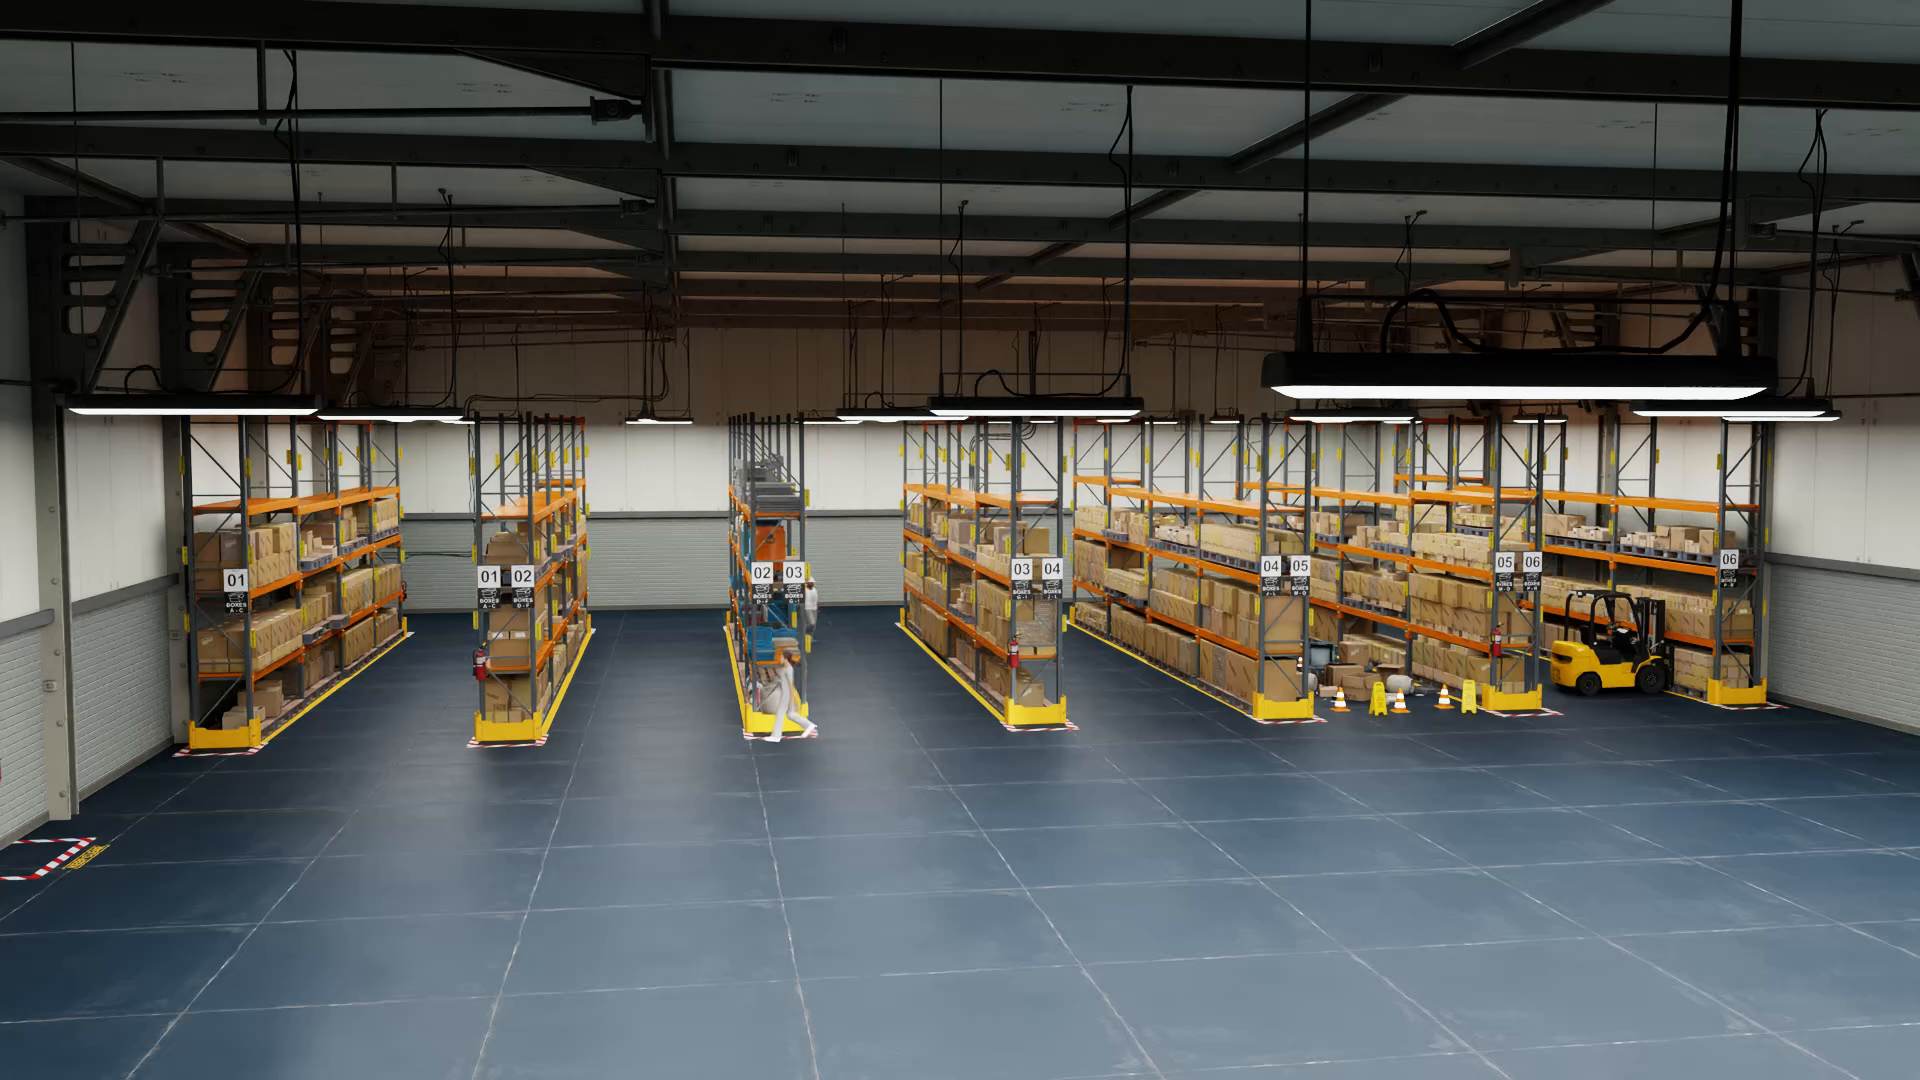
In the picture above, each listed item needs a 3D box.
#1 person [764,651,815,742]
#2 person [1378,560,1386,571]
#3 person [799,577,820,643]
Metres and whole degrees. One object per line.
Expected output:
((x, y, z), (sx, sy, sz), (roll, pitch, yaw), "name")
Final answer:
((-3.114, 2.839, 30.314), (0.925, 1.638, 0.497), (-1, 4, -8), "person")
((12.975, 1.410, 51.295), (1.021, 1.630, 0.486), (-1, 4, -13), "person")
((-3.926, 1.853, 43.784), (0.446, 1.777, 0.634), (3, 5, 35), "person")
